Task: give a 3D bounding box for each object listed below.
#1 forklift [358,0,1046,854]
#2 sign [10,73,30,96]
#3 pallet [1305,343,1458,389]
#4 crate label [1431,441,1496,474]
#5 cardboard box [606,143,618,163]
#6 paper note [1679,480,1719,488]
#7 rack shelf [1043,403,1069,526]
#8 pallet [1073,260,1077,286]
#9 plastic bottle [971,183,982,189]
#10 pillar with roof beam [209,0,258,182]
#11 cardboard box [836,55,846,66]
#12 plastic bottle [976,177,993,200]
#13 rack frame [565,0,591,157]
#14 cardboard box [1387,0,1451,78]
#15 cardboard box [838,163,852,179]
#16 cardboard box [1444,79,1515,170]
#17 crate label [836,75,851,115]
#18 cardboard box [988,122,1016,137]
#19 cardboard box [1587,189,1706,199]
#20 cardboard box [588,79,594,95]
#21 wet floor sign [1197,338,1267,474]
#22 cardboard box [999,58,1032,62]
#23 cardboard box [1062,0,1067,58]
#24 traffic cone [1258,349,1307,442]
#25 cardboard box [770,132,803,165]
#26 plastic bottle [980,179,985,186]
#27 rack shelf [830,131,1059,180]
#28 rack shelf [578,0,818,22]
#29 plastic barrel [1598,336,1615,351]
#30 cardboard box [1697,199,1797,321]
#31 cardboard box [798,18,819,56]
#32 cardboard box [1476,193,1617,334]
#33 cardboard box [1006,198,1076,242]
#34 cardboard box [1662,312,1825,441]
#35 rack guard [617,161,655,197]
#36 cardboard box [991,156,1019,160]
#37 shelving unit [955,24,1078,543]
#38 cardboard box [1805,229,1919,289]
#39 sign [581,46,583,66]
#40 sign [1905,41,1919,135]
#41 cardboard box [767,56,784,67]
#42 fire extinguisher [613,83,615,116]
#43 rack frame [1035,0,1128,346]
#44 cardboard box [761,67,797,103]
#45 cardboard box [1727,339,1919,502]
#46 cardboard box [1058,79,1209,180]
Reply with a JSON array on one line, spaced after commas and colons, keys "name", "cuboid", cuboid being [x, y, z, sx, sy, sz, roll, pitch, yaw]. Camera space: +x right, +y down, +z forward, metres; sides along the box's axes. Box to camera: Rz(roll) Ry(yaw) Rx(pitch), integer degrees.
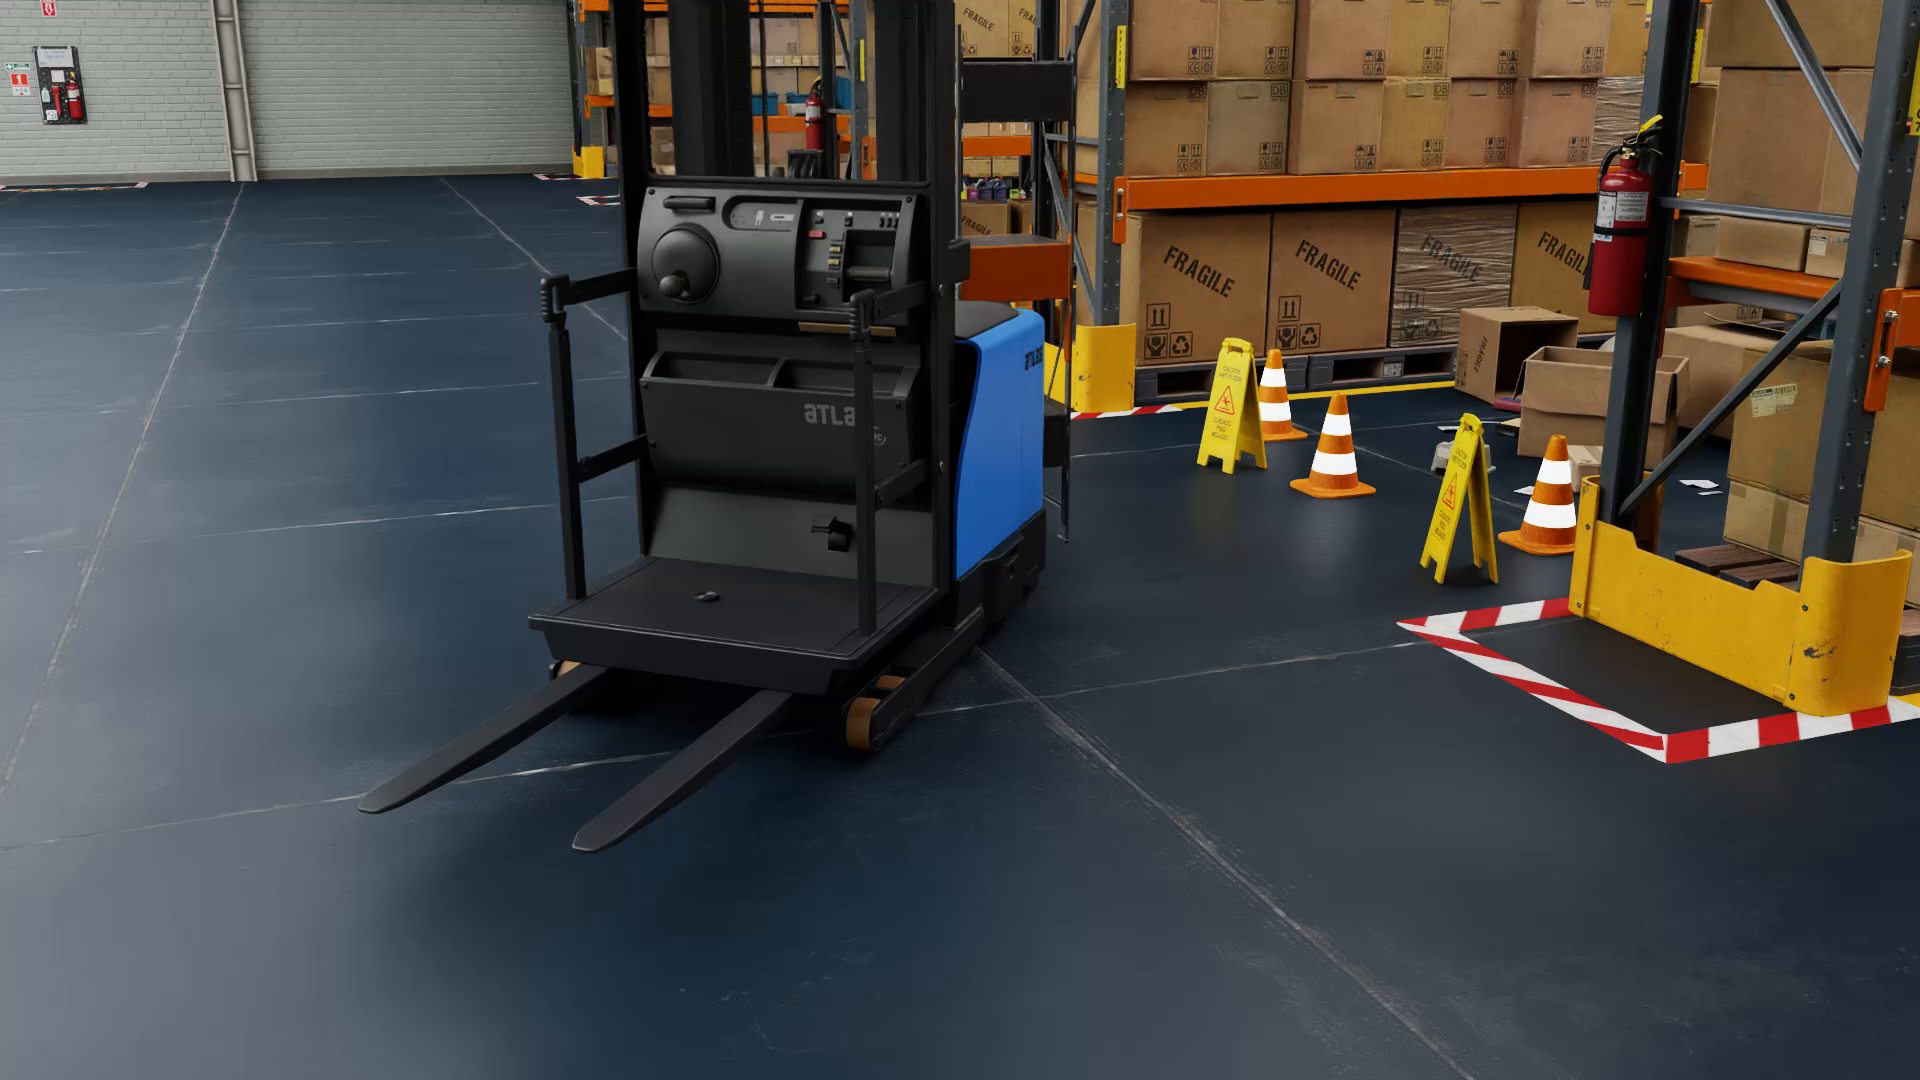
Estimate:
[{"name": "forklift", "cuboid": [-0.646, -0.904, 4.974, 1.130, 2.935, 3.031, 6, 17, 19]}, {"name": "sign", "cuboid": [-14.445, -7.003, 25.557, 0.234, 0.329, 0.001, -6, 17, -20]}, {"name": "pallet", "cuboid": [2.542, -1.220, 10.879, 1.213, 0.211, 1.003, -6, 17, -20]}, {"name": "crate label", "cuboid": [2.488, -0.405, 8.236, 0.250, 0.136, 0.298, 13, 21, 37]}, {"name": "cardboard box", "cuboid": [-5.634, -6.527, 27.992, 0.500, 0.311, 0.500, -8, 18, -26]}, {"name": "paper note", "cuboid": [3.569, -0.278, 8.011, 0.142, 0.019, 0.148, 0, 16, -1]}, {"name": "rack shelf", "cuboid": [0.155, -0.339, 7.060, 0.480, 0.518, 0.431, -6, 17, -20]}, {"name": "pallet", "cuboid": [0.985, -2.514, 15.286, 1.213, 0.211, 1.003, -6, 17, -20]}, {"name": "plastic bottle", "cuboid": [0.214, -4.137, 19.916, 0.135, 0.276, 0.152, -6, 17, -20]}, {"name": "pillar with roof beam", "cuboid": [-10.030, -8.999, 21.771, 0.400, 9.000, 9.100, -6, 17, -20]}, {"name": "cardboard box", "cuboid": [-1.698, -6.857, 23.798, 0.250, 0.149, 0.380, -6, 17, -20]}, {"name": "plastic bottle", "cuboid": [0.291, -4.137, 19.782, 0.185, 0.351, 0.144, -7, 18, -23]}, {"name": "rack frame", "cuboid": [-6.312, -7.560, 27.518, 0.127, 3.000, 1.000, -6, 17, -20]}, {"name": "cardboard box", "cuboid": [2.547, -3.140, 10.286, 0.500, 0.550, 0.875, -6, 17, -20]}, {"name": "cardboard box", "cuboid": [-1.626, -5.390, 24.265, 0.500, 0.250, 0.500, -6, 17, -20]}, {"name": "cardboard box", "cuboid": [3.029, -2.685, 10.652, 0.550, 0.550, 0.875, -6, 17, -20]}, {"name": "crate label", "cuboid": [-1.145, -5.227, 19.511, 0.616, 0.435, 0.502, -6, 17, -20]}, {"name": "cardboard box", "cuboid": [0.298, -3.591, 14.449, 0.250, 0.149, 0.380, -6, 17, -20]}, {"name": "cardboard box", "cuboid": [7.127, -3.703, 17.410, 0.875, 0.875, 1.225, -7, 18, -23]}, {"name": "cardboard box", "cuboid": [-5.945, -7.596, 27.871, 0.500, 0.250, 0.500, -6, 17, -19]}, {"name": "wet floor sign", "cuboid": [1.367, -0.681, 8.274, 0.232, 0.644, 0.267, -10, 19, -30]}, {"name": "cardboard box", "cuboid": [0.435, -4.010, 14.725, 0.500, 0.500, 0.875, -6, 17, -20]}, {"name": "cardboard box", "cuboid": [1.017, -4.456, 14.468, 0.500, 0.500, 0.500, -6, 17, -20]}, {"name": "traffic cone", "cuboid": [1.690, -0.798, 8.993, 0.334, 0.463, 0.336, -6, 17, -20]}, {"name": "cardboard box", "cuboid": [-2.554, -5.645, 23.801, 0.500, 0.500, 0.500, -6, 17, -20]}, {"name": "plastic bottle", "cuboid": [0.260, -4.280, 20.389, 0.133, 0.283, 0.061, -6, 17, -20]}, {"name": "rack shelf", "cuboid": [0.873, -3.507, 14.993, 4.000, 0.370, 1.077, -6, 17, -20]}, {"name": "rack shelf", "cuboid": [-4.444, -8.856, 27.884, 4.000, 0.370, 1.077, -6, 17, -20]}, {"name": "plastic barrel", "cuboid": [3.910, -0.984, 9.698, 0.421, 0.421, 0.512, 6, 17, 18]}, {"name": "cardboard box", "cuboid": [5.870, -2.043, 11.979, 0.750, 0.750, 1.050, -6, 17, -20]}, {"name": "cardboard box", "cuboid": [-2.152, -7.183, 23.754, 0.500, 0.500, 0.700, -6, 17, -20]}, {"name": "cardboard box", "cuboid": [3.809, -1.875, 11.186, 0.875, 0.875, 0.875, -6, 17, -19]}, {"name": "cardboard box", "cuboid": [0.732, -2.838, 15.131, 0.500, 0.500, 0.500, -4, 17, -15]}, {"name": "cardboard box", "cuboid": [4.156, -0.850, 8.858, 0.503, 0.637, 0.797, -6, 17, -20]}, {"name": "rack guard", "cuboid": [-4.558, -5.055, 23.425, 0.348, 0.500, 1.175, -6, 17, -20]}, {"name": "cardboard box", "cuboid": [0.626, -5.889, 24.969, 0.500, 0.311, 0.500, -7, 18, -22]}, {"name": "shelving unit", "cuboid": [0.155, -1.024, 6.859, 0.503, 2.100, 0.431, -6, 17, -20]}, {"name": "cardboard box", "cuboid": [2.943, -0.902, 5.292, 0.250, 0.149, 0.380, -6, 17, -20]}, {"name": "sign", "cuboid": [-6.118, -7.833, 26.910, 0.005, 0.325, 0.100, -6, 17, -20]}, {"name": "sign", "cuboid": [2.746, -1.315, 4.718, 0.005, 0.325, 0.100, -6, 17, -20]}, {"name": "cardboard box", "cuboid": [-2.657, -6.754, 23.445, 0.250, 0.149, 0.380, -6, 17, -20]}, {"name": "fire extinguisher", "cuboid": [-4.813, -6.330, 23.468, 0.183, 0.674, 0.296, -6, 17, -20]}, {"name": "rack frame", "cuboid": [0.686, -2.335, 9.726, 0.127, 3.000, 1.000, -6, 17, -20]}, {"name": "cardboard box", "cuboid": [-2.651, -6.505, 23.750, 0.500, 0.500, 0.700, -6, 17, -18]}, {"name": "cardboard box", "cuboid": [3.206, -0.434, 6.057, 0.500, 0.500, 0.500, -6, 17, -20]}, {"name": "cardboard box", "cuboid": [1.016, -2.456, 9.873, 0.550, 0.550, 0.875, -6, 17, -20]}]
